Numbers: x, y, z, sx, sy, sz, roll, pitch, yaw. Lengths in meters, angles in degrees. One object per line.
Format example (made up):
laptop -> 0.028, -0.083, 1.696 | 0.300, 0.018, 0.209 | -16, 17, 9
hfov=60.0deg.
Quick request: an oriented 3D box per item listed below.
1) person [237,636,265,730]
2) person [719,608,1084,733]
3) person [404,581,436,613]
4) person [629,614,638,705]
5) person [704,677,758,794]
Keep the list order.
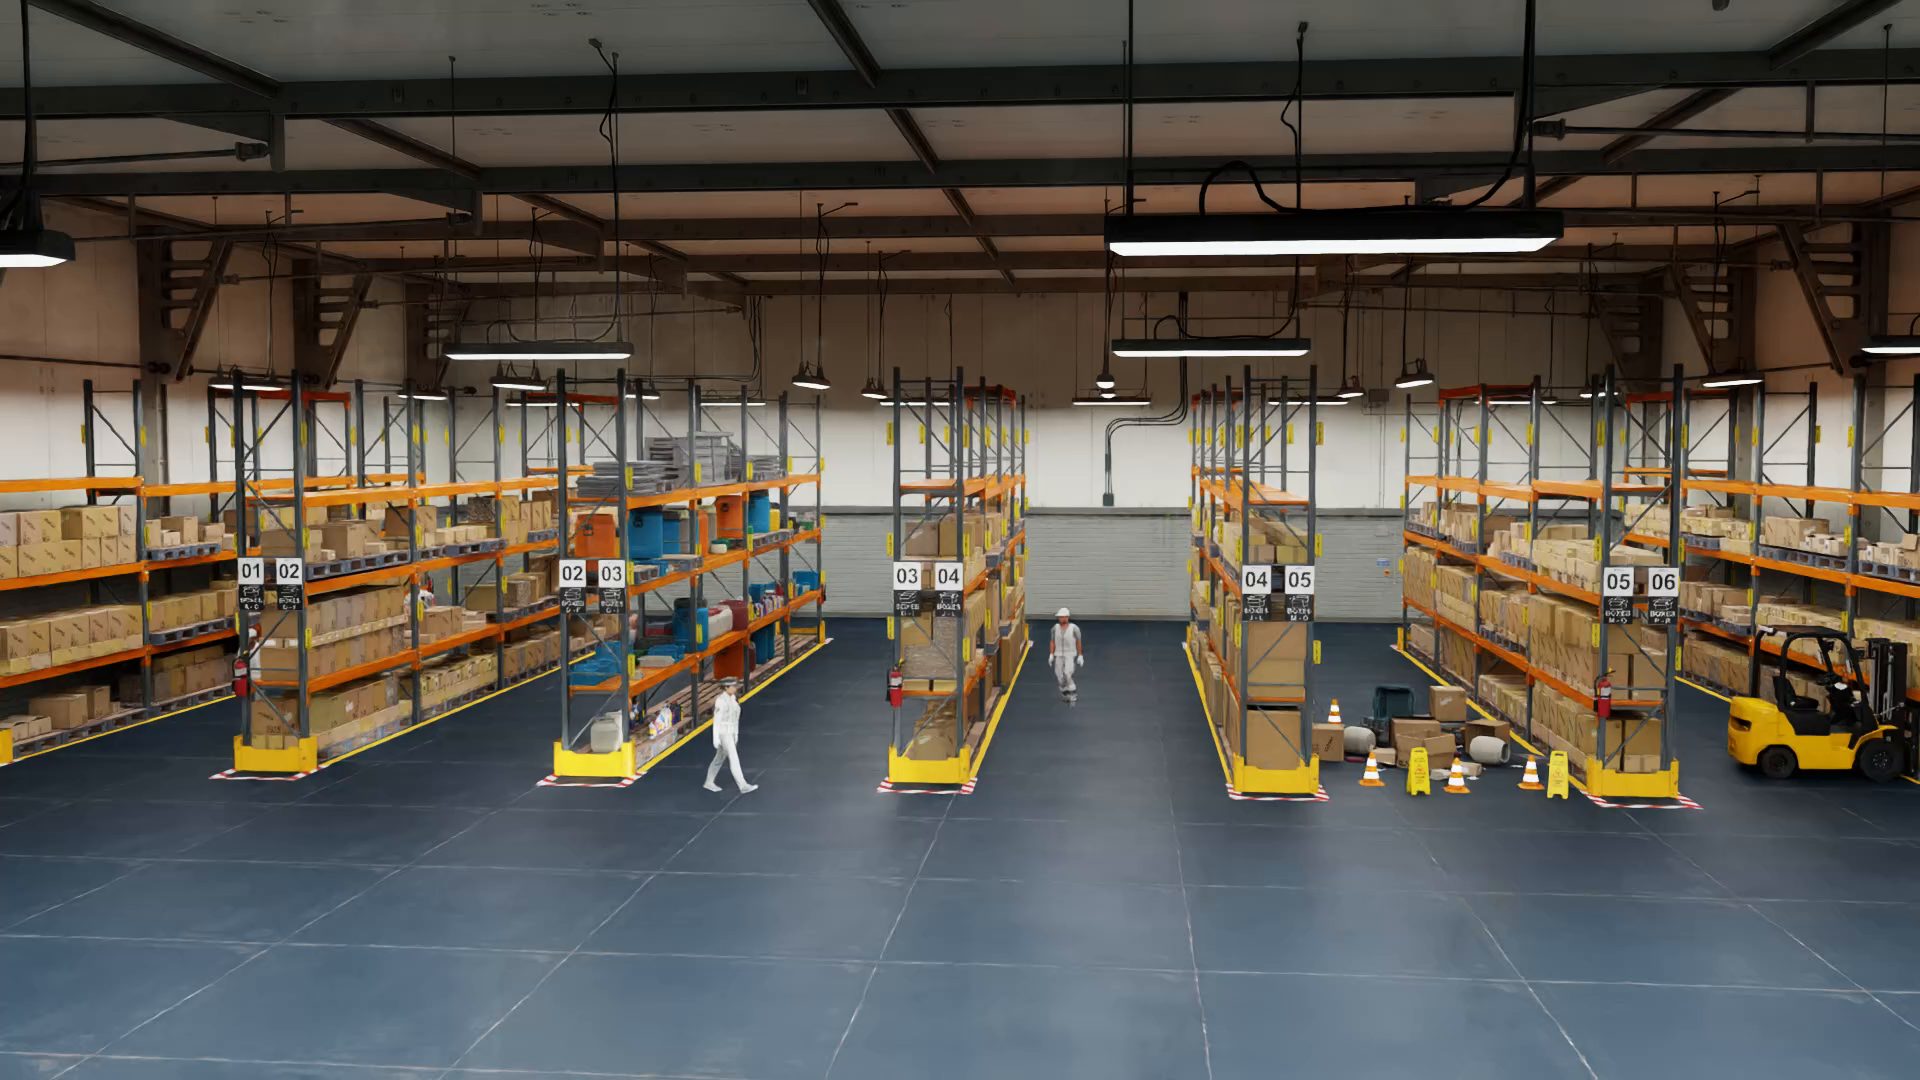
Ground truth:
person -> -12.095, 2.383, 28.563 | 0.672, 1.709, 0.617 | 0, 4, 7
person -> -0.620, 2.210, 26.415 | 2.890, 1.620, 8.044 | 1, 4, 22
person -> -12.596, 1.758, 38.802 | 0.610, 1.678, 0.735 | 1, 4, 14
person -> -5.986, 2.192, 30.520 | 0.632, 1.681, 0.599 | 0, 4, 0
person -> -3.212, 2.733, 23.366 | 0.897, 1.642, 0.498 | 1, 4, 17
